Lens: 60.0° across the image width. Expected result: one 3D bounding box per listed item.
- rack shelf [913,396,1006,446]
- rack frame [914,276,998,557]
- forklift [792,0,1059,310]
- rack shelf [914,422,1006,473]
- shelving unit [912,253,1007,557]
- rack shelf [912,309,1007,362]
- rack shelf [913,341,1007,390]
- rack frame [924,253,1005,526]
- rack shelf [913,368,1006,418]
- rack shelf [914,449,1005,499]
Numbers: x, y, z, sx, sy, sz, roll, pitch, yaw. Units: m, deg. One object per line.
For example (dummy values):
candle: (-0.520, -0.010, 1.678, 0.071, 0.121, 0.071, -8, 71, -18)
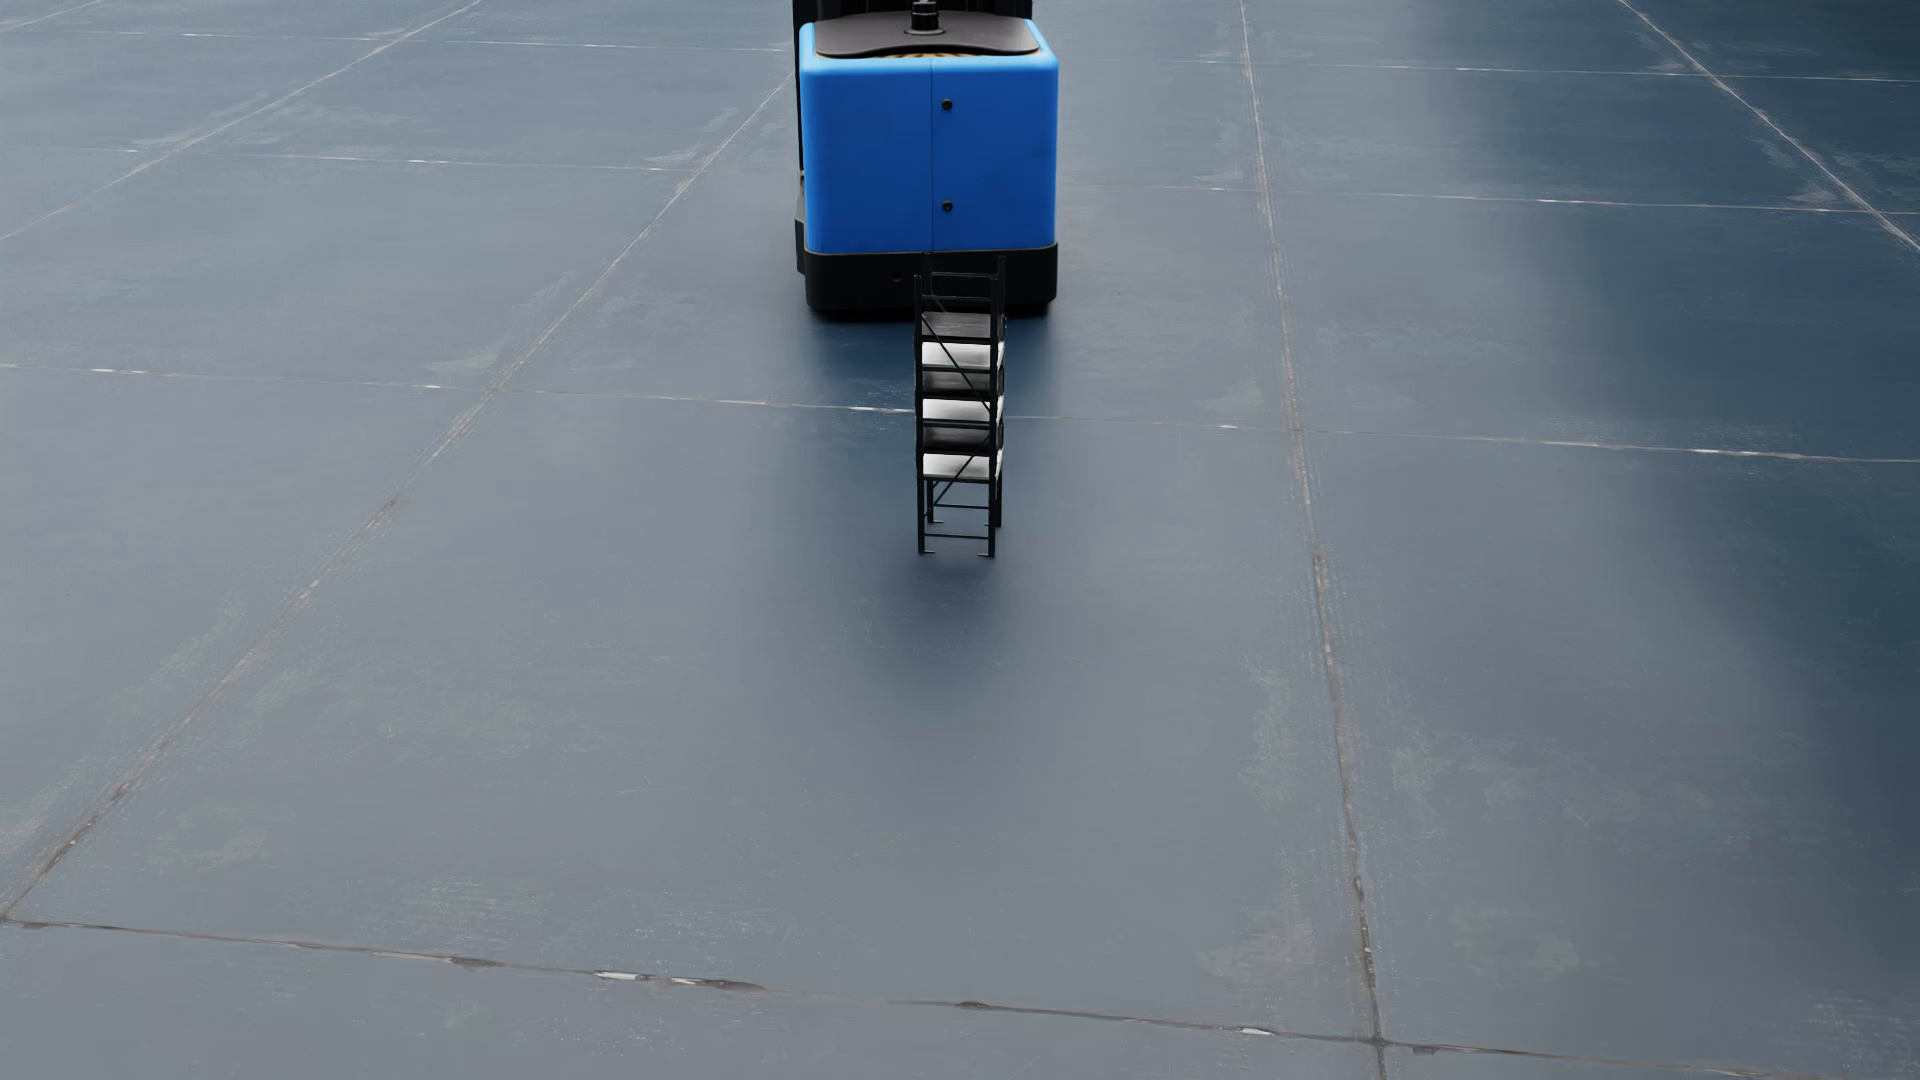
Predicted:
rack shelf: (0.001, -0.371, 5.059, 0.258, 0.077, 0.200, 3, 28, 6)
rack frame: (-0.011, -0.352, 4.955, 0.240, 0.900, 0.006, 3, 28, 6)
forklift: (-0.238, -2.906, 7.553, 1.130, 2.935, 3.031, -2, 28, -4)
rack shelf: (0.001, -0.291, 5.102, 0.258, 0.077, 0.200, 3, 28, 6)
shelving unit: (0.001, -0.400, 5.044, 0.258, 0.900, 0.210, 3, 28, 6)
rack shelf: (0.001, -0.608, 4.931, 0.258, 0.077, 0.200, 3, 28, 6)
rack shelf: (0.001, -0.529, 4.974, 0.258, 0.077, 0.200, 3, 28, 6)
rack frame: (0.013, -0.448, 5.132, 0.240, 0.900, 0.006, 3, 28, 6)
rack shelf: (0.001, -0.450, 5.017, 0.258, 0.077, 0.200, 3, 28, 6)
rack shelf: (0.001, -0.212, 5.145, 0.258, 0.077, 0.200, 3, 28, 6)
